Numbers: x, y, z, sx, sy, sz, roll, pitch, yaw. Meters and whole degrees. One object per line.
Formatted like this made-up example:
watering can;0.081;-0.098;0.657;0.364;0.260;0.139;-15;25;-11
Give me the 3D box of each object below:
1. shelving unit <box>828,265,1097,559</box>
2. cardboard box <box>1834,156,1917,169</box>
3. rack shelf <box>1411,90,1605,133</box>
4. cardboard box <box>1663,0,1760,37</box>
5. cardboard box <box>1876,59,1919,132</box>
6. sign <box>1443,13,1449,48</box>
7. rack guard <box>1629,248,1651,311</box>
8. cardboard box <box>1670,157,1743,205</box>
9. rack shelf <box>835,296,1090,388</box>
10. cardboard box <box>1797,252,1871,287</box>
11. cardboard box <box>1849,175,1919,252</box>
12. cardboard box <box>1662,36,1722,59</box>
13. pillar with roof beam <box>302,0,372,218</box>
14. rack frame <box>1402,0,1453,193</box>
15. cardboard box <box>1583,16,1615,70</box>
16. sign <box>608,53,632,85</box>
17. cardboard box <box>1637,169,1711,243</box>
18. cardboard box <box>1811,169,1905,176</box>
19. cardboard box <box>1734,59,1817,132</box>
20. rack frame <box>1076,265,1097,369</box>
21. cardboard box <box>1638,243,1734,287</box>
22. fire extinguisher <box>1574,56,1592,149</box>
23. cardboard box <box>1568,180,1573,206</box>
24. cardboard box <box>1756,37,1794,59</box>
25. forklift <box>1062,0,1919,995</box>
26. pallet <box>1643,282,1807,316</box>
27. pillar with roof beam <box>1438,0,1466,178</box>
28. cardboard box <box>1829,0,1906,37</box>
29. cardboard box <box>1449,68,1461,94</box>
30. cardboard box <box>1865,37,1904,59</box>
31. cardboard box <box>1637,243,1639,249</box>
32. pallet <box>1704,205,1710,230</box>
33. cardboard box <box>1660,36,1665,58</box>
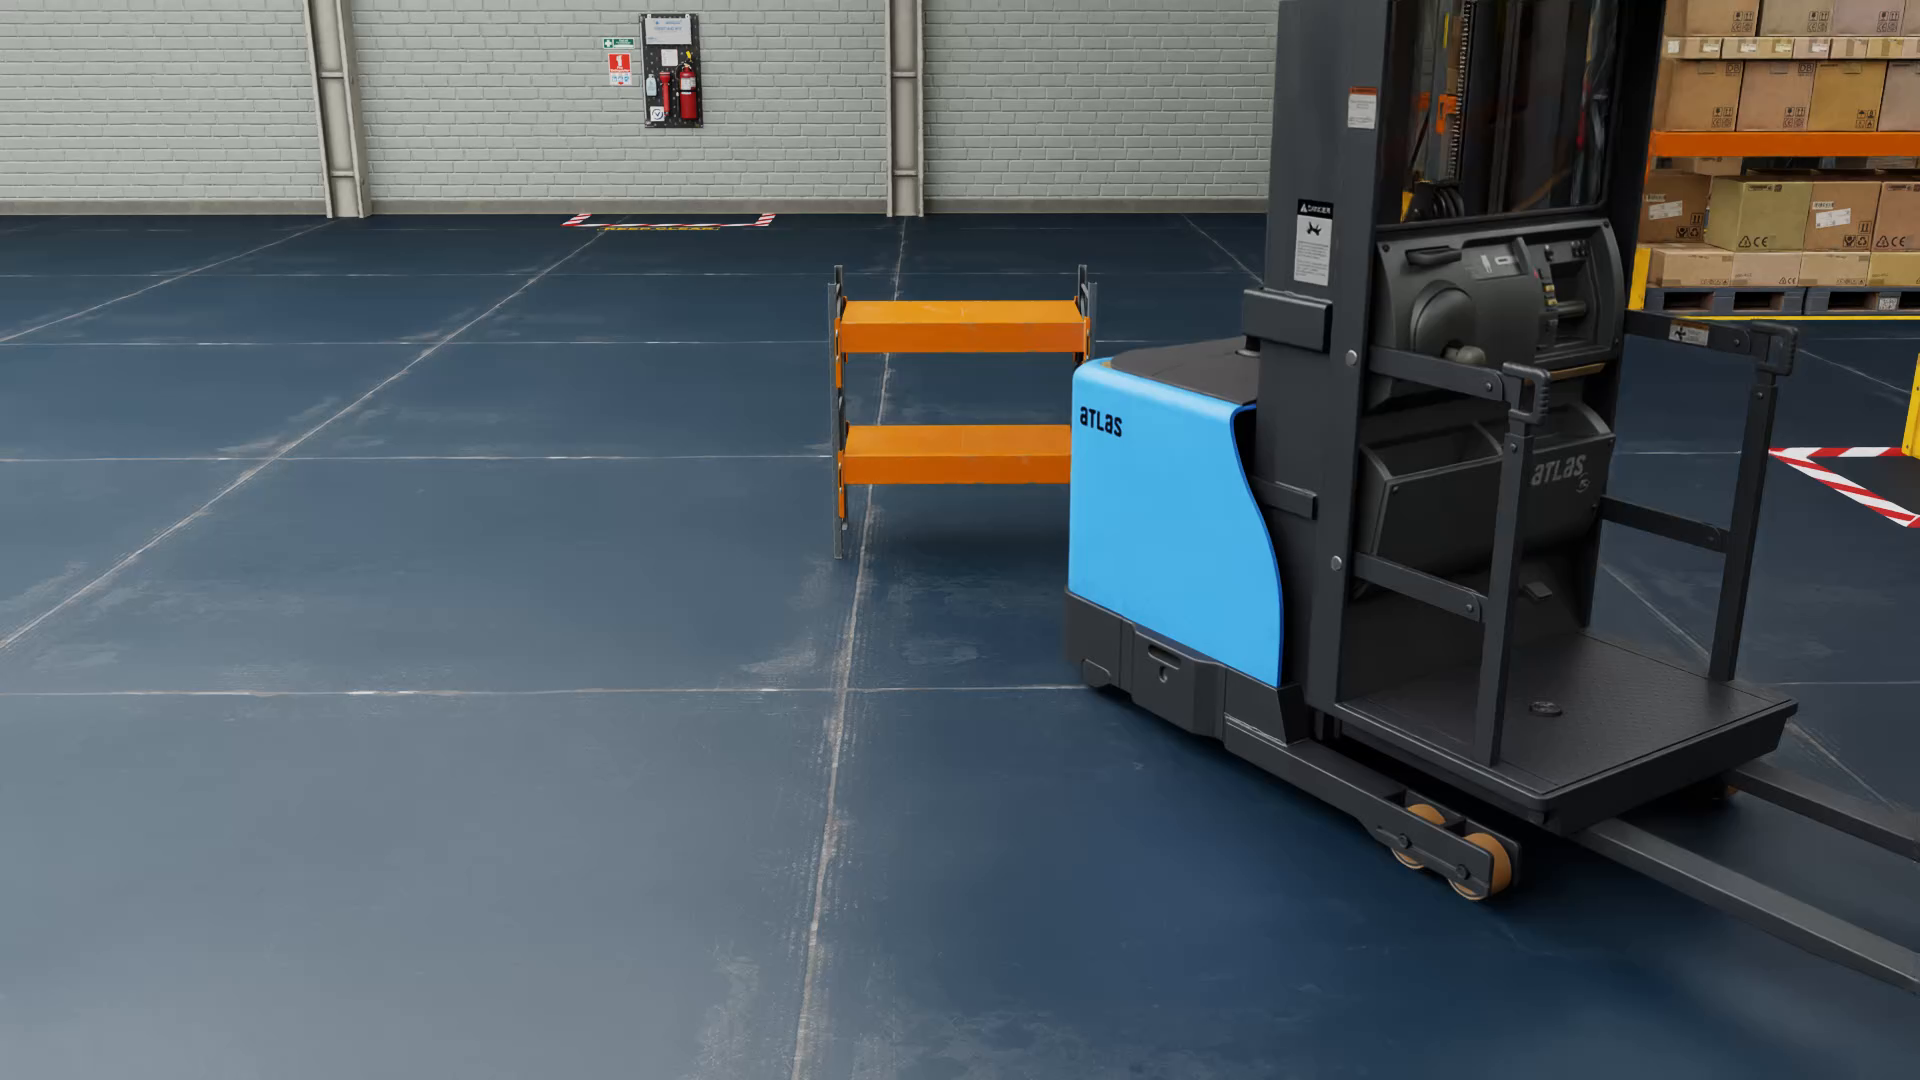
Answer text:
shelving unit;0.007;-0.536;6.876;1.048;1.125;0.538;0;18;-1
cardboard box;9.459;-3.769;17.258;0.500;0.500;0.700;0;18;1
rack shelf;6.723;-4.389;16.996;4.000;0.370;1.077;0;18;-1
cardboard box;5.325;-3.873;11.922;0.500;0.500;0.700;0;18;-1
cardboard box;6.820;-3.263;12.145;0.500;0.500;0.700;0;18;1
sign;4.732;-4.968;16.207;0.005;0.325;0.100;0;18;-1
rack guard;4.781;-2.018;12.521;0.348;0.500;1.175;0;18;-1
cardboard box;7.686;-3.743;17.177;0.500;0.500;0.500;-2;18;-5
rack shelf;0.007;-0.814;6.786;1.000;0.278;0.538;0;18;-1
cardboard box;6.345;-2.040;12.310;0.500;0.250;0.500;0;18;-1
cardboard box;6.845;-2.398;12.197;0.500;0.500;0.500;0;18;-1
cardboard box;5.201;-3.501;11.826;0.250;0.149;0.380;0;18;-1
pillar with roof beam;-6.521;-6.473;12.495;0.400;9.000;9.100;0;18;-1
rack frame;4.723;-4.722;16.856;0.127;3.000;1.000;0;18;-1
cardboard box;6.217;-4.927;16.482;0.500;0.500;0.500;-1;18;-3
sign;-3.616;-5.006;17.683;0.234;0.329;0.001;0;18;-1
cardboard box;5.337;-2.550;12.672;0.500;0.500;0.500;0;18;-1
cardboard box;6.836;-2.561;12.708;0.500;0.500;0.500;0;18;-1
cardboard box;5.797;-3.259;12.132;0.500;0.500;0.700;0;18;1
rack frame;0.515;-0.538;6.884;0.032;1.125;0.500;0;18;-1
cardboard box;5.345;-2.034;12.292;0.500;0.250;0.500;0;18;-1
fire extinguisher;4.680;-3.313;12.592;0.183;0.674;0.296;0;18;-1
cardboard box;5.987;-3.629;17.133;0.500;0.311;0.500;1;18;4
cardboard box;5.714;-3.504;11.835;0.250;0.149;0.380;0;18;-1
forklift;1.574;-0.650;4.275;1.130;2.935;3.031;-11;21;-32
pallet;5.569;-1.898;12.617;1.213;0.211;1.003;0;18;-1
pillar with roof beam;5.478;-6.531;12.675;0.400;9.000;9.100;0;18;-1
cardboard box;6.355;-3.880;11.943;0.500;0.500;0.700;0;18;-1
cardboard box;5.216;-4.565;16.581;0.500;0.250;0.500;-1;18;-2
cardboard box;6.489;-3.508;11.847;0.250;0.149;0.380;-1;18;-2
cardboard box;5.337;-2.192;12.785;0.500;0.250;0.500;0;18;-1
pallet;8.052;-3.399;17.298;1.213;0.211;1.003;0;18;-1
cardboard box;5.184;-3.625;12.212;0.250;0.149;0.380;-1;18;-2
